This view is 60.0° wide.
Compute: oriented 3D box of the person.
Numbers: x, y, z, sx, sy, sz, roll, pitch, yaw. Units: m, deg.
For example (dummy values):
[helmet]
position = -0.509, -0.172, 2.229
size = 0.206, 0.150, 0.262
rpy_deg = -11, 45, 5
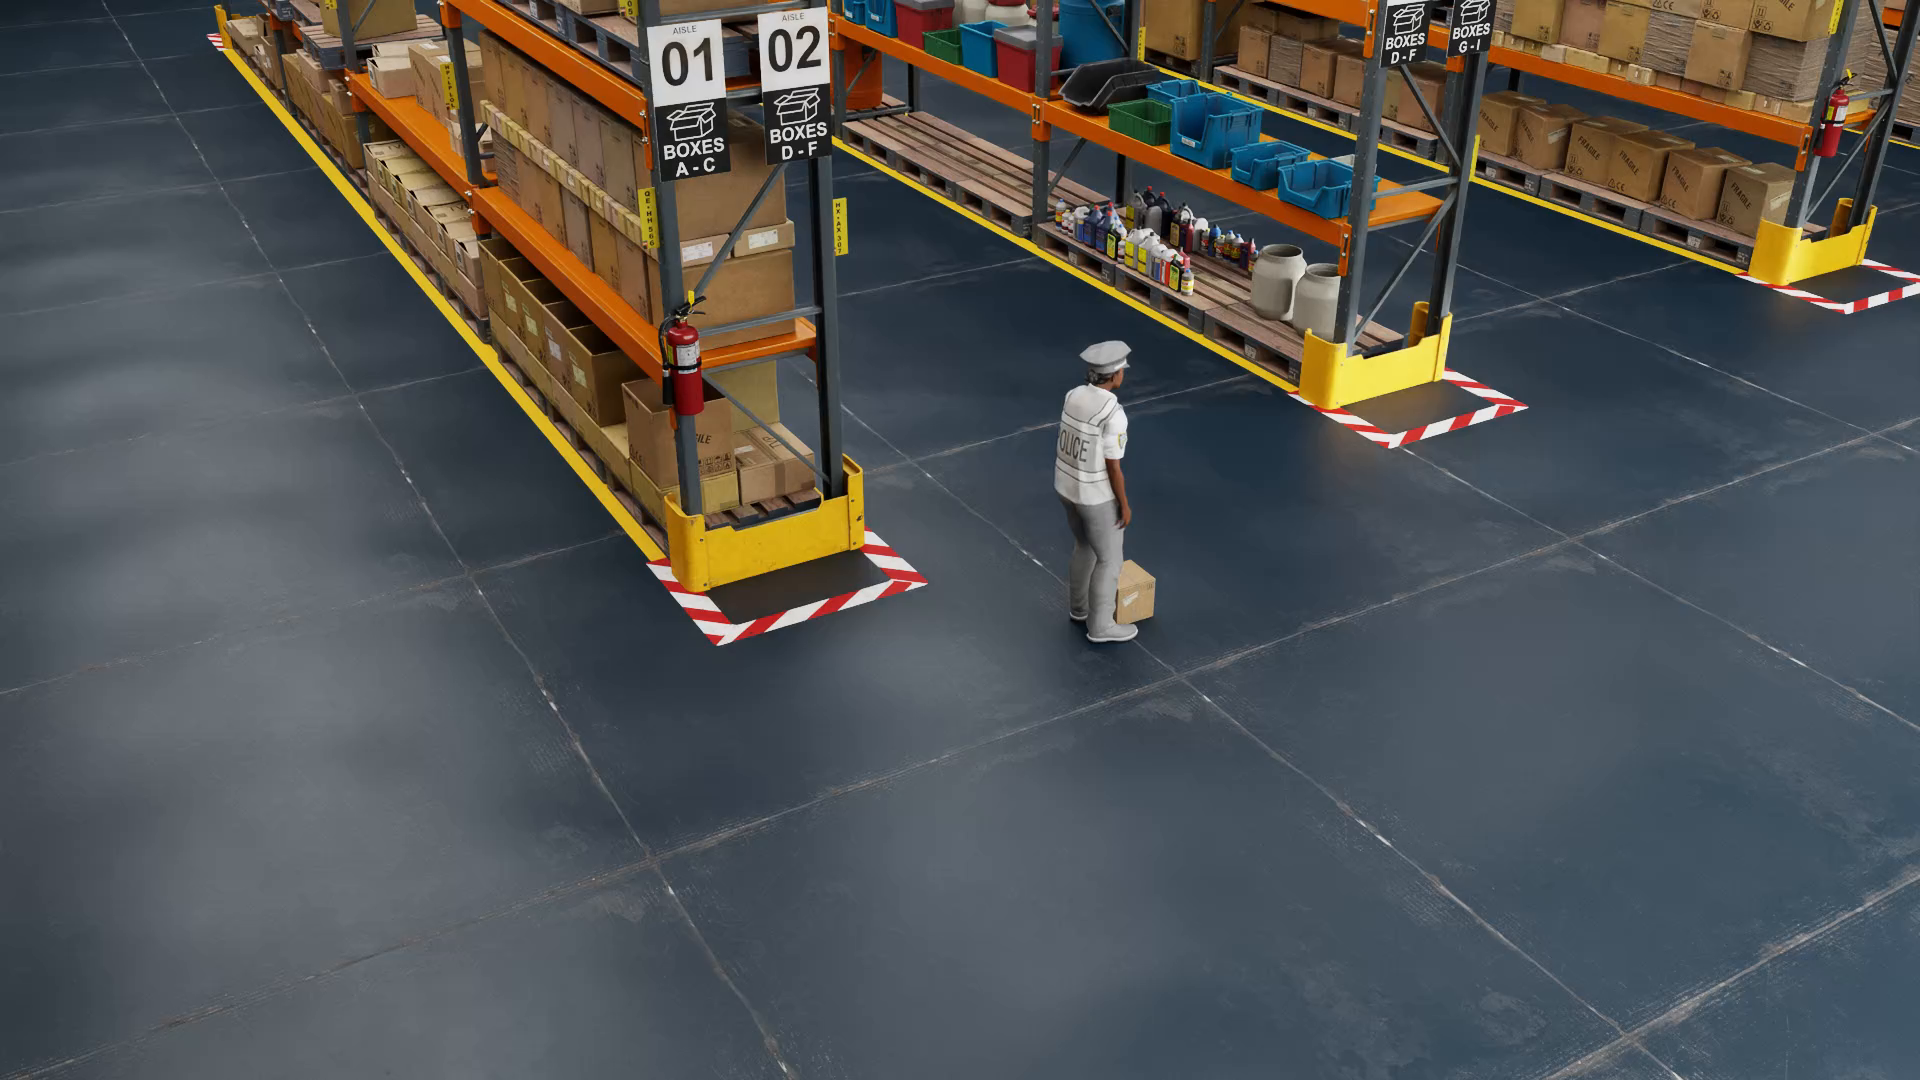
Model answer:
[person]
position = 0.747, -0.257, 9.011
size = 0.420, 1.664, 0.531
rpy_deg = -18, 34, -29
